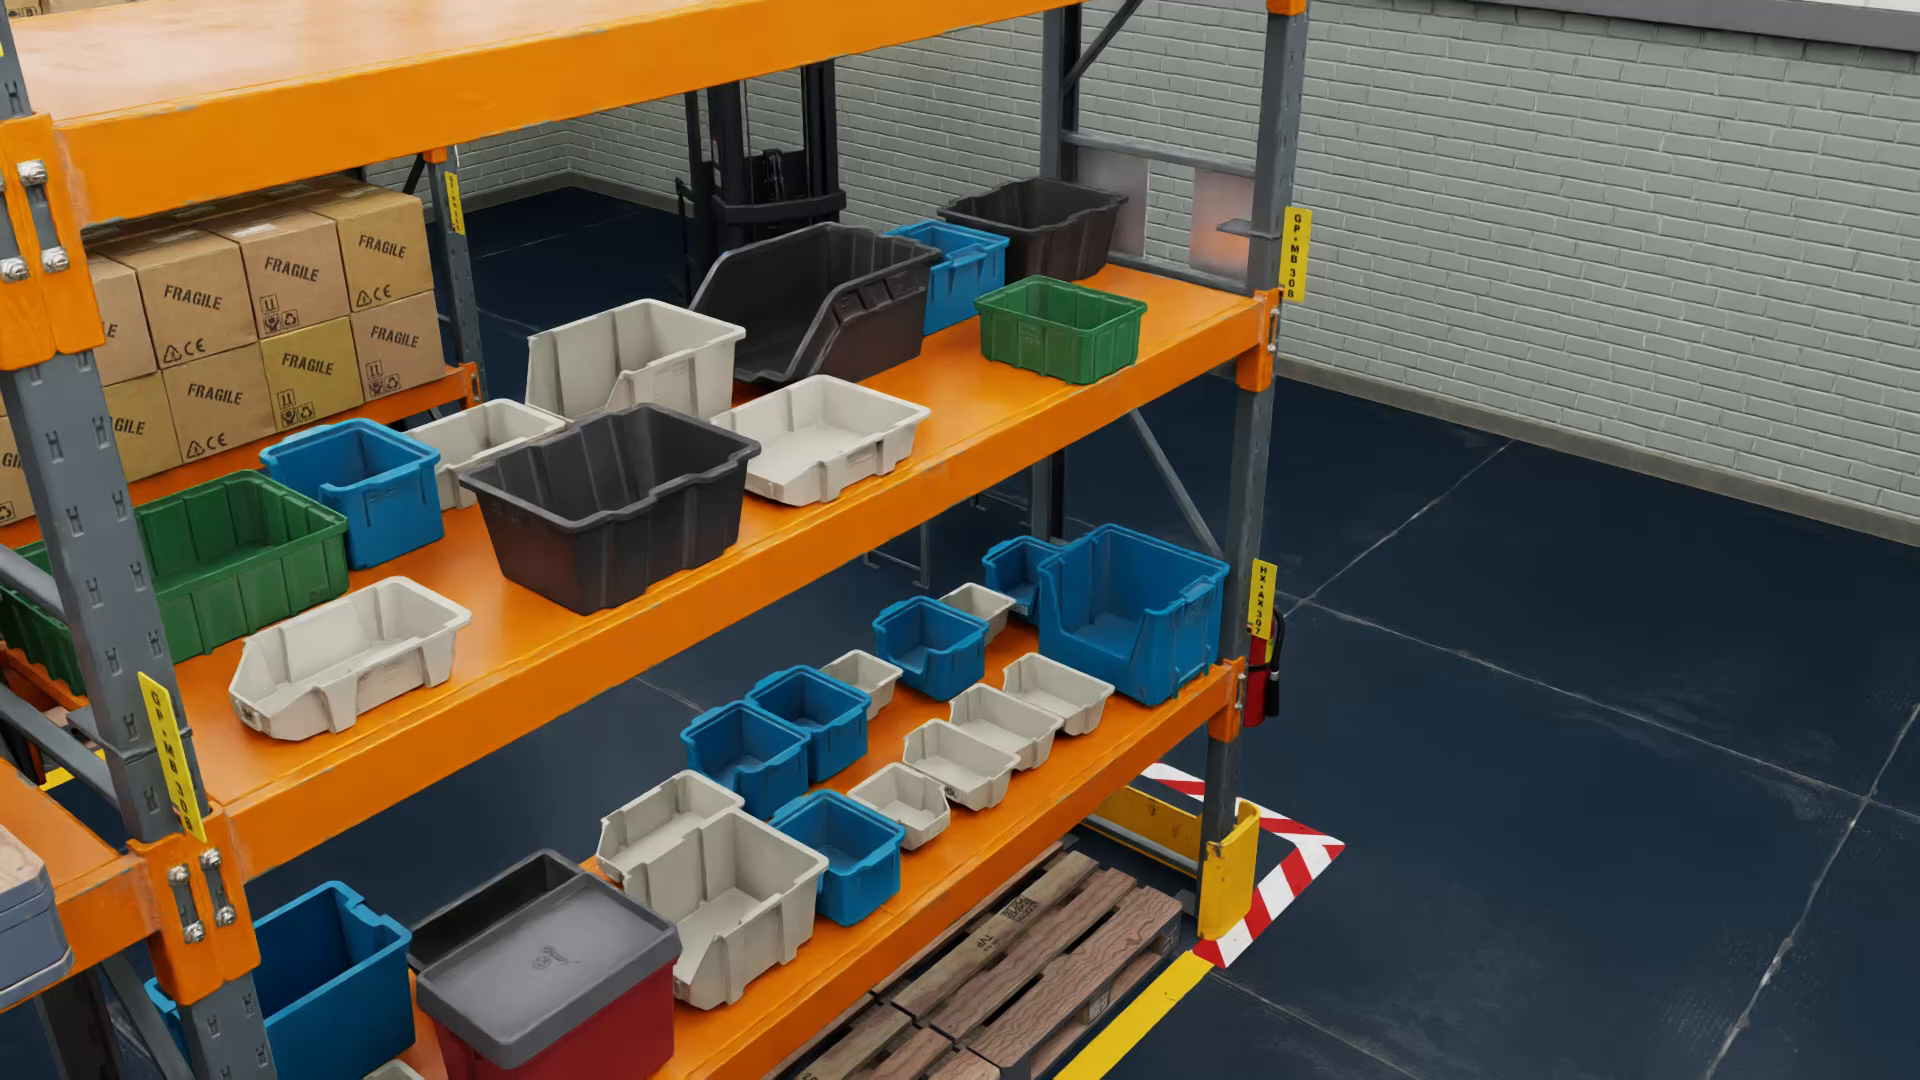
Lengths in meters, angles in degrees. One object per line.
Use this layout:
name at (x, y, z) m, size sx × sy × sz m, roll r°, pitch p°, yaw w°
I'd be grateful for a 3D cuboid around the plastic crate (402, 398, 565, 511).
plastic crate at (-1.309, -0.213, 4.420) m, size 0.293 × 0.136 × 0.466 m, roll 21°, pitch 34°, yaw 34°

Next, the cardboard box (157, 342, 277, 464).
cardboard box at (-3.824, -0.749, 8.325) m, size 0.500 × 0.500 × 0.500 m, roll 21°, pitch 34°, yaw 35°

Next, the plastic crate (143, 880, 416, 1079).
plastic crate at (-1.791, 1.279, 4.465) m, size 0.392 × 0.384 × 0.575 m, roll 21°, pitch 34°, yaw 34°

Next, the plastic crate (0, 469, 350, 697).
plastic crate at (-1.788, 0.087, 3.783) m, size 0.450 × 0.188 × 0.662 m, roll 21°, pitch 34°, yaw 34°

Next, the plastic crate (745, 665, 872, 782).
plastic crate at (-0.529, 0.652, 5.843) m, size 0.416 × 0.233 × 0.300 m, roll 21°, pitch 34°, yaw 34°

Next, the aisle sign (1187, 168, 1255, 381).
aisle sign at (0.992, -0.949, 5.990) m, size 0.394 × 0.787 × 0.004 m, roll 21°, pitch 34°, yaw 34°

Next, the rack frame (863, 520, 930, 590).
rack frame at (-0.378, -0.456, 9.499) m, size 0.500 × 1.500 × 0.032 m, roll 21°, pitch 34°, yaw 34°

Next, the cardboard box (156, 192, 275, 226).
cardboard box at (-3.912, -1.524, 8.734) m, size 0.500 × 0.500 × 0.500 m, roll 21°, pitch 34°, yaw 35°

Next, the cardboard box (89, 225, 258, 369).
cardboard box at (-3.818, -1.189, 8.087) m, size 0.500 × 0.500 × 0.500 m, roll 22°, pitch 34°, yaw 36°

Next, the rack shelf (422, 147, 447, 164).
rack shelf at (-4.372, -1.607, 7.610) m, size 1.077 × 0.370 × 4.000 m, roll 21°, pitch 34°, yaw 34°

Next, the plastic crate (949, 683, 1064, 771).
plastic crate at (0.145, 0.677, 5.899) m, size 0.396 × 0.136 × 0.243 m, roll 21°, pitch 34°, yaw 34°

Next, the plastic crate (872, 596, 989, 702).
plastic crate at (-0.110, 0.418, 6.294) m, size 0.416 × 0.233 × 0.300 m, roll 21°, pitch 34°, yaw 34°

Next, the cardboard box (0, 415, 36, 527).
cardboard box at (-4.467, -0.390, 7.630) m, size 0.500 × 0.500 × 0.500 m, roll 21°, pitch 34°, yaw 34°

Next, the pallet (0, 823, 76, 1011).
pallet at (-2.248, 0.622, 2.724) m, size 1.213 × 0.211 × 1.003 m, roll 21°, pitch 34°, yaw 34°

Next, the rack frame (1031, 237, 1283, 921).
rack frame at (0.720, 0.146, 6.704) m, size 1.000 × 3.000 × 0.127 m, roll 21°, pitch 34°, yaw 34°

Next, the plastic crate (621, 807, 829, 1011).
plastic crate at (-0.711, 1.102, 4.918) m, size 0.437 × 0.282 × 0.530 m, roll 21°, pitch 34°, yaw 34°

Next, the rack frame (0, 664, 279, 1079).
rack frame at (-1.824, 1.564, 3.962) m, size 1.000 × 3.000 × 0.127 m, roll 21°, pitch 34°, yaw 34°

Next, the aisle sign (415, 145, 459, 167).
aisle sign at (-2.820, -2.393, 8.781) m, size 0.394 × 0.787 × 0.004 m, roll 21°, pitch 34°, yaw 34°

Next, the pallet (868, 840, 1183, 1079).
pallet at (0.165, 1.665, 6.801) m, size 1.003 × 0.211 × 1.213 m, roll 21°, pitch 34°, yaw 34°

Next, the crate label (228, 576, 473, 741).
crate label at (-1.290, 0.260, 3.506) m, size 0.293 × 0.136 × 0.466 m, roll 21°, pitch 34°, yaw 34°

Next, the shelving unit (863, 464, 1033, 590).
shelving unit at (-0.054, -0.636, 9.847) m, size 0.538 × 1.500 × 1.048 m, roll 21°, pitch 34°, yaw 34°

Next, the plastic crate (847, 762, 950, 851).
plastic crate at (-0.187, 0.893, 5.481) m, size 0.298 × 0.136 × 0.250 m, roll 21°, pitch 34°, yaw 34°

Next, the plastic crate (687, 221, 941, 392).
plastic crate at (-0.464, -0.698, 5.137) m, size 0.504 × 0.338 × 0.767 m, roll 21°, pitch 34°, yaw 34°

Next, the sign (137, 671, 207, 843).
sign at (-1.401, 0.389, 2.959) m, size 0.100 × 0.325 × 0.005 m, roll 21°, pitch 34°, yaw 34°

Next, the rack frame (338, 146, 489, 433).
rack frame at (-3.100, -1.303, 9.505) m, size 1.000 × 3.000 × 0.127 m, roll 21°, pitch 34°, yaw 34°

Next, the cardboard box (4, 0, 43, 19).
cardboard box at (-4.423, -2.426, 7.214) m, size 0.700 × 0.500 × 0.500 m, roll 21°, pitch 34°, yaw 34°

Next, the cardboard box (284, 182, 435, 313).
cardboard box at (-3.171, -1.554, 8.792) m, size 0.500 × 0.500 × 0.500 m, roll 20°, pitch 34°, yaw 34°

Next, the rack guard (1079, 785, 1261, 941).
rack guard at (0.725, 1.244, 7.302) m, size 1.175 × 0.500 × 0.348 m, roll 21°, pitch 34°, yaw 34°

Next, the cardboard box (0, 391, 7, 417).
cardboard box at (-4.472, -0.824, 7.381) m, size 0.500 × 0.500 × 0.500 m, roll 20°, pitch 33°, yaw 33°

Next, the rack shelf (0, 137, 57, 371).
rack shelf at (-3.097, 0.106, 1.470) m, size 1.077 × 0.370 × 4.000 m, roll 21°, pitch 34°, yaw 34°

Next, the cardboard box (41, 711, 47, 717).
cardboard box at (-4.668, 0.783, 8.077) m, size 0.380 × 0.166 × 0.250 m, roll 21°, pitch 34°, yaw 34°

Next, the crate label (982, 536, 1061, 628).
crate label at (0.309, 0.185, 6.745) m, size 0.416 × 0.233 × 0.303 m, roll 21°, pitch 34°, yaw 34°

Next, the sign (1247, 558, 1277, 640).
sign at (1.155, 0.228, 6.367) m, size 0.100 × 0.325 × 0.005 m, roll 21°, pitch 34°, yaw 34°

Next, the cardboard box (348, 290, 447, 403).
cardboard box at (-3.175, -1.109, 9.021) m, size 0.500 × 0.500 × 0.500 m, roll 22°, pitch 35°, yaw 36°

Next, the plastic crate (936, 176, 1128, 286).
plastic crate at (0.260, -1.074, 5.938) m, size 0.497 × 0.269 × 0.590 m, roll 21°, pitch 34°, yaw 34°

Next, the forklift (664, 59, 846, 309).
forklift at (-1.560, -2.808, 12.488) m, size 1.130 × 2.935 × 3.031 m, roll -12°, pitch 30°, yaw -22°

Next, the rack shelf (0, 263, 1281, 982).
rack shelf at (-0.552, -0.158, 4.809) m, size 1.077 × 0.370 × 4.000 m, roll 21°, pitch 34°, yaw 34°

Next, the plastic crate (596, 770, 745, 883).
plastic crate at (-0.949, 0.949, 5.373) m, size 0.293 × 0.136 × 0.466 m, roll 21°, pitch 34°, yaw 34°

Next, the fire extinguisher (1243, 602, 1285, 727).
fire extinguisher at (1.166, 0.425, 6.654) m, size 0.296 × 0.674 × 0.183 m, roll 21°, pitch 34°, yaw 34°

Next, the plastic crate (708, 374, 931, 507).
plastic crate at (-0.403, -0.264, 4.519) m, size 0.437 × 0.136 × 0.530 m, roll 21°, pitch 34°, yaw 34°
